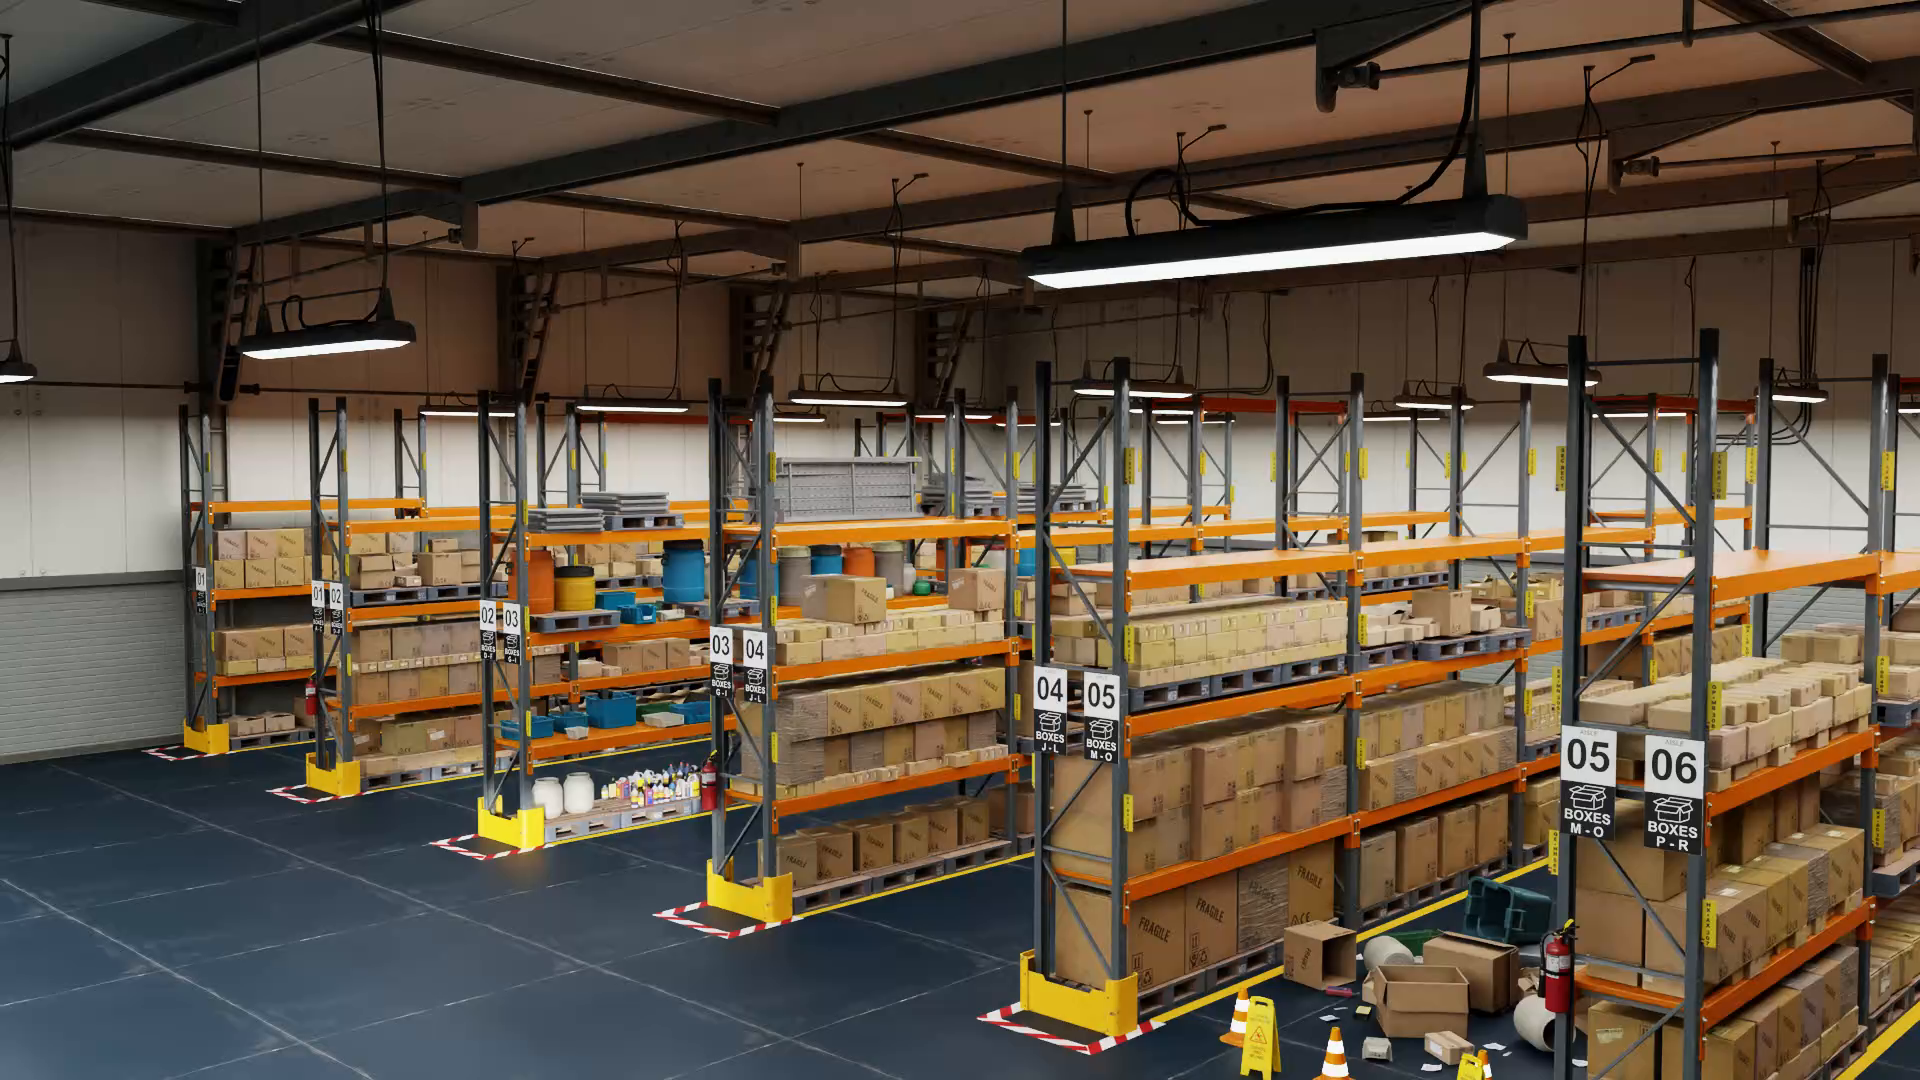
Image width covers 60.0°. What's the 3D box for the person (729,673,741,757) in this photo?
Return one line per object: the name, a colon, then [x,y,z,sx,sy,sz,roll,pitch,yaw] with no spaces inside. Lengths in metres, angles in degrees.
person: [-3.788,2.905,28.252,0.494,1.570,0.743,2,4,33]
